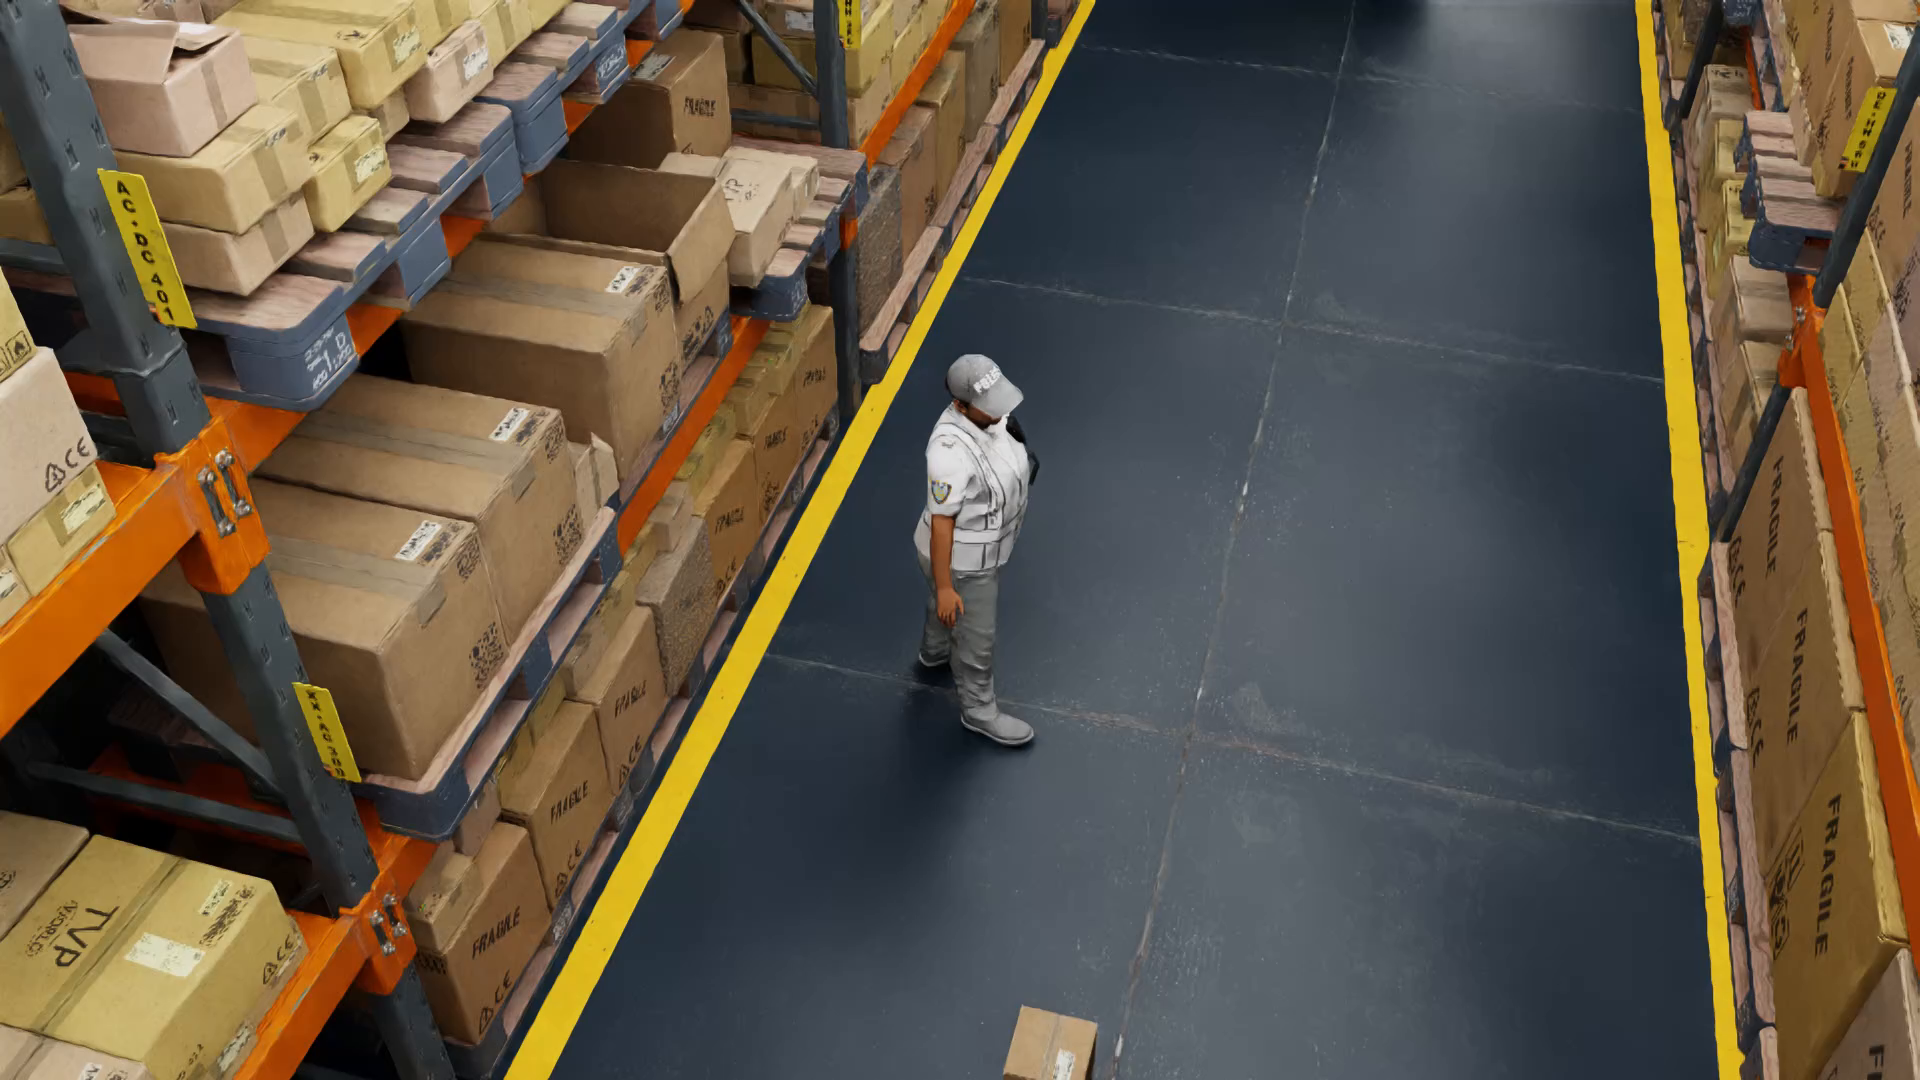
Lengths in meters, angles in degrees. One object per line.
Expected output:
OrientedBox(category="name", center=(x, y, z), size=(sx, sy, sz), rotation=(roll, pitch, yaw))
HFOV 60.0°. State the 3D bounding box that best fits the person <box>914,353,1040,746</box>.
OrientedBox(category="person", center=(0.060, 0.017, 6.116), size=(0.569, 1.652, 0.671), rotation=(12, 43, 14))
